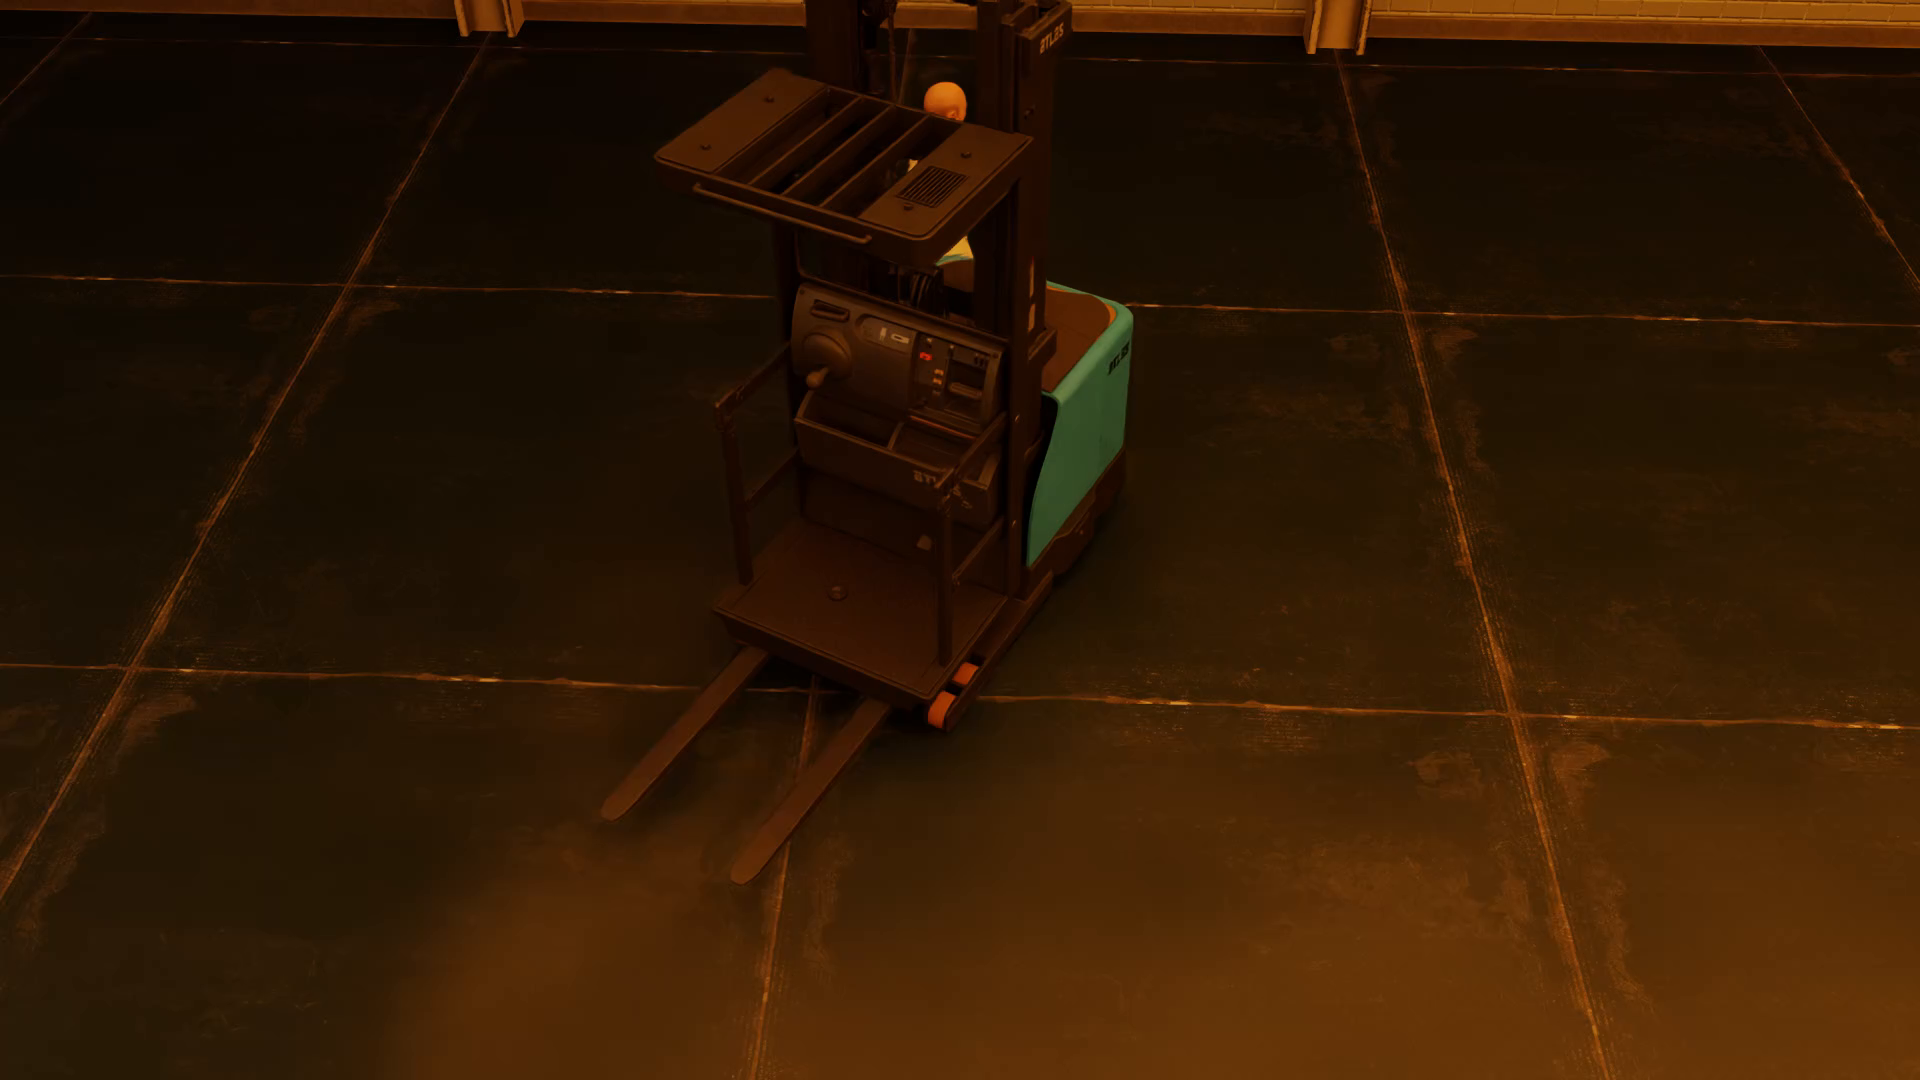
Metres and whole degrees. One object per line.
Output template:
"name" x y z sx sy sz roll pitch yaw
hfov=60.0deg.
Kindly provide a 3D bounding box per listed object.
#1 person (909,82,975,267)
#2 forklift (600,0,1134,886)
"person" -0.018 -1.432 8.187 0.560 1.752 0.800 -3 42 -4
"forklift" -0.363 -0.632 6.435 1.130 2.935 3.031 21 46 21
